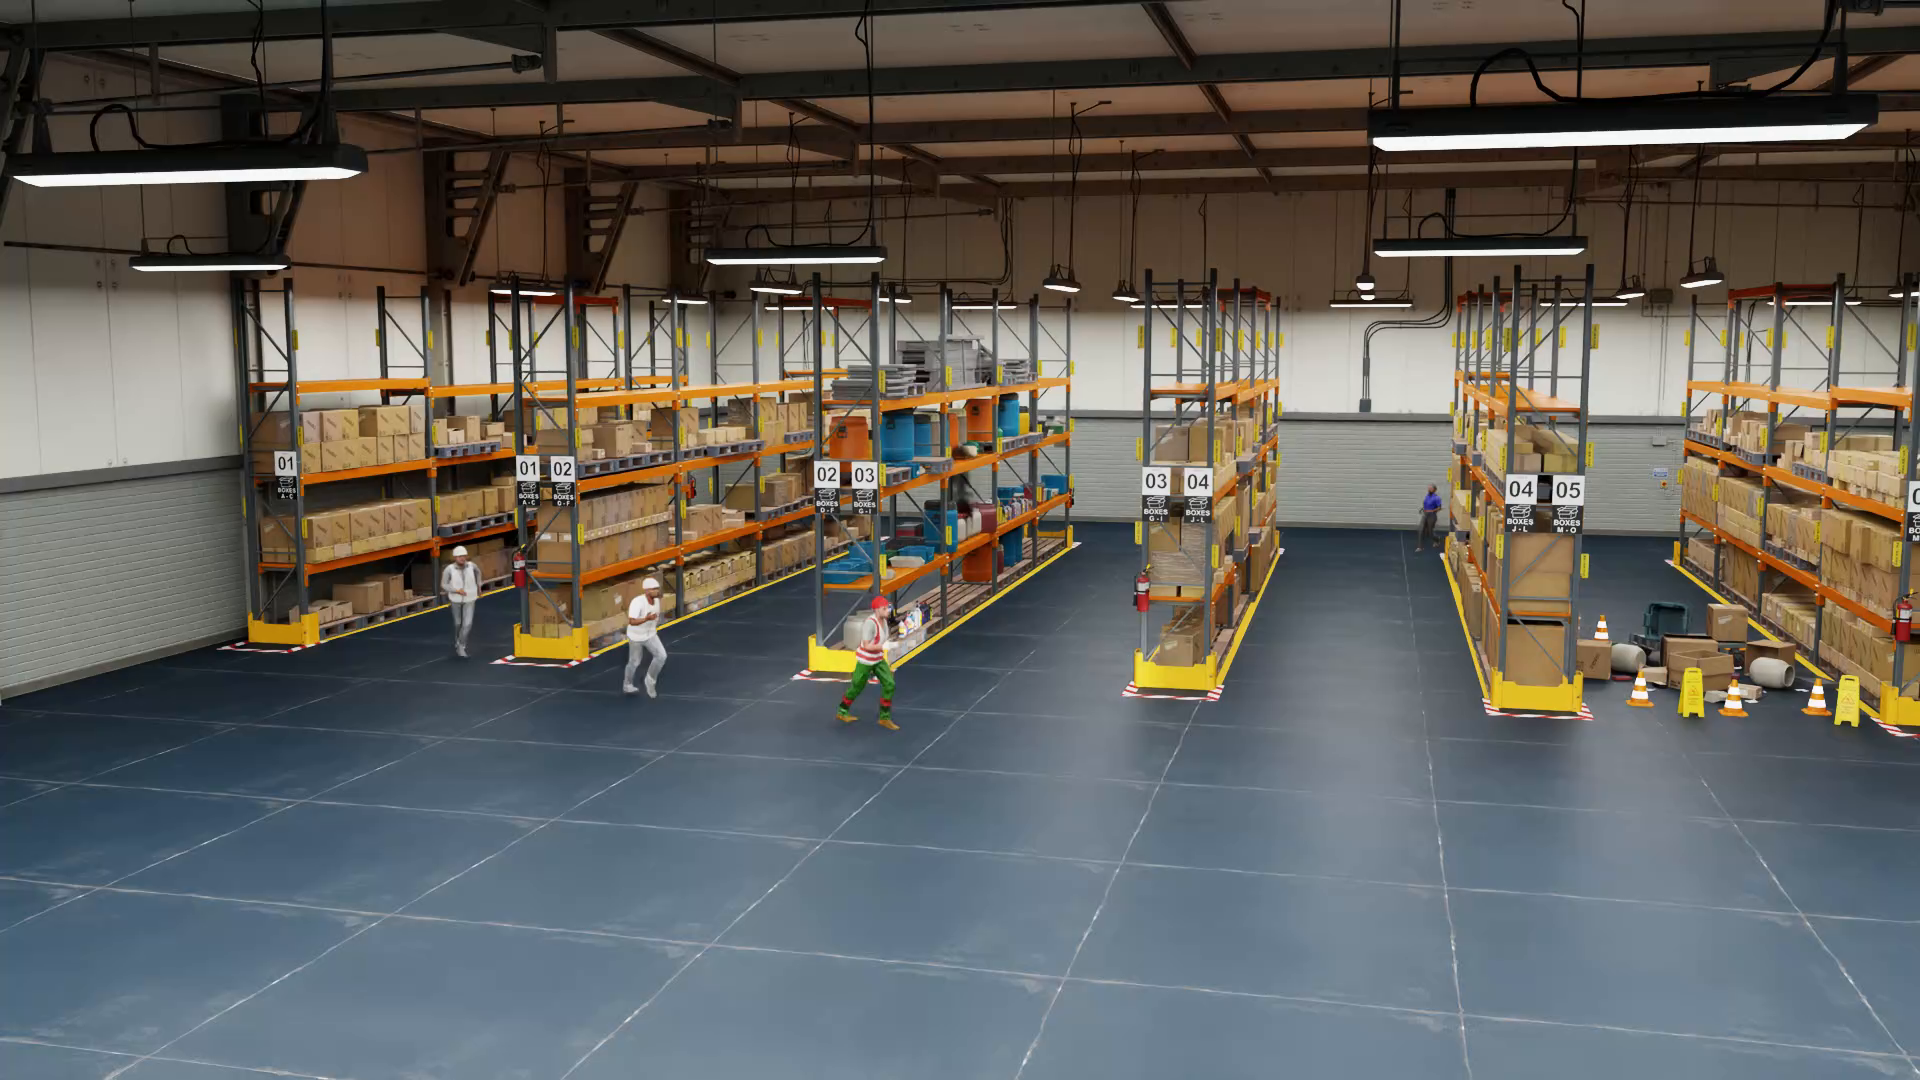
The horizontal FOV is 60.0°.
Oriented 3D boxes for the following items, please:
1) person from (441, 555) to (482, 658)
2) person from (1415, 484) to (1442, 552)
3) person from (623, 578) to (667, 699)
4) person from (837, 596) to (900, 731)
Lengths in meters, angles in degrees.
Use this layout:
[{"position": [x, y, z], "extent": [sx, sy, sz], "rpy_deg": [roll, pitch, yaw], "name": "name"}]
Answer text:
[{"position": [-7.974, 0.983, 26.628], "extent": [0.626, 1.731, 0.789], "rpy_deg": [-2, 7, -17], "name": "person"}, {"position": [11.235, -0.520, 39.584], "extent": [0.756, 1.637, 0.623], "rpy_deg": [-3, 8, -26], "name": "person"}, {"position": [-4.417, 1.367, 23.188], "extent": [0.904, 1.717, 0.655], "rpy_deg": [6, 9, 42], "name": "person"}, {"position": [-1.143, 1.575, 21.420], "extent": [0.995, 1.753, 0.692], "rpy_deg": [5, 8, 33], "name": "person"}]
